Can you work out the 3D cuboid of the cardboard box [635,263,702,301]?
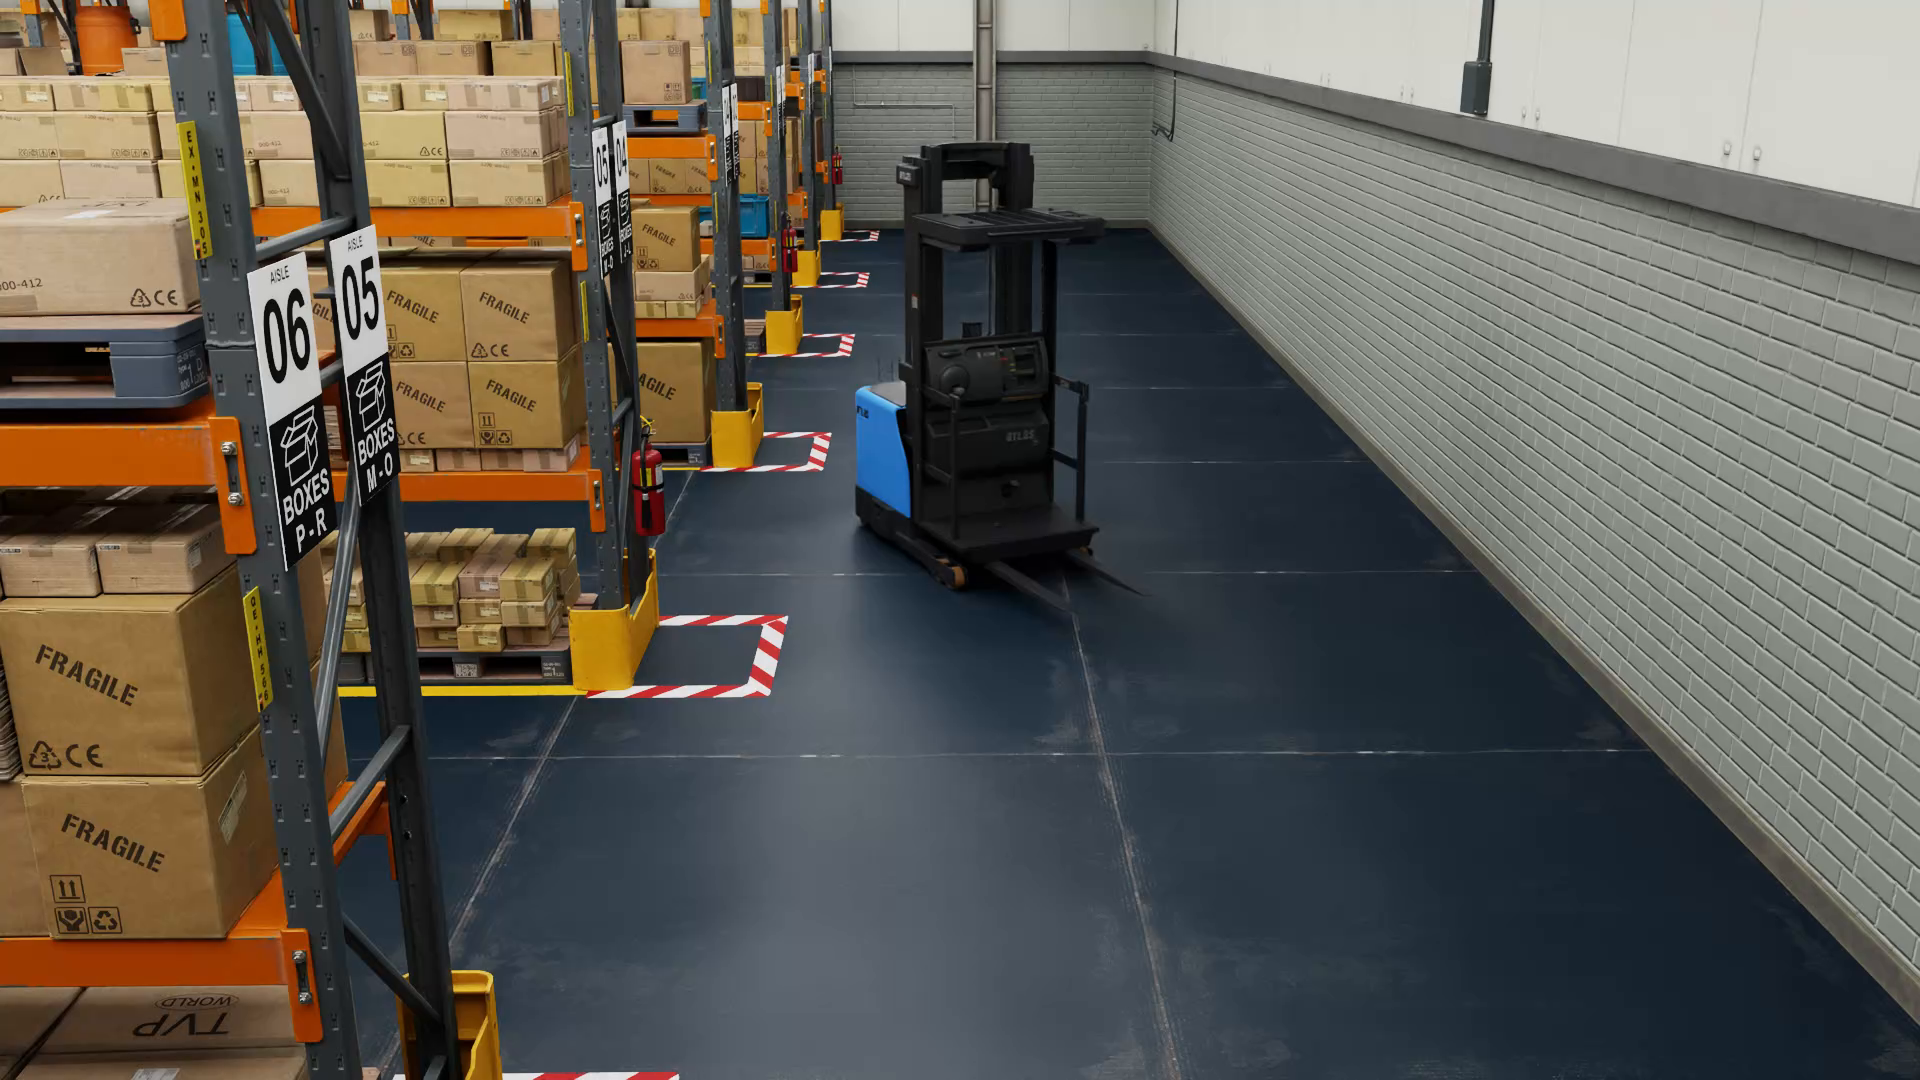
[{"bbox_3d":[-2.504,-2.223,14.325,0.500,0.250,0.500,-1,18,-2],"label":"cardboard box"}]

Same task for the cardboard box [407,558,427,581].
[{"bbox_3d":[-3.341,0.239,9.897,0.250,0.149,0.380,-1,18,-3],"label":"cardboard box"}]

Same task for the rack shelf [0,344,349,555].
[{"bbox_3d":[-3.867,-0.285,4.794,4.000,0.370,1.077,0,18,-1],"label":"rack shelf"}]

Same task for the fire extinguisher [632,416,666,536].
[{"bbox_3d":[-1.787,-0.367,9.517,0.183,0.674,0.296,0,18,-1],"label":"fire extinguisher"}]

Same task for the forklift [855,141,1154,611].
[{"bbox_3d":[0.290,-1.203,11.500,1.130,2.935,3.031,-9,20,-25],"label":"forklift"}]

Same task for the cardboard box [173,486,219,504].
[{"bbox_3d":[-2.227,-0.125,5.163,0.250,0.149,0.380,0,18,0],"label":"cardboard box"}]

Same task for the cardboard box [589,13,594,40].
[{"bbox_3d":[-5.188,-7.167,23.269,0.500,0.500,0.700,0,18,-1],"label":"cardboard box"}]

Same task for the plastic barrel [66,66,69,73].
[{"bbox_3d":[-10.416,-5.284,19.014,0.421,0.512,0.421,0,18,0],"label":"plastic barrel"}]

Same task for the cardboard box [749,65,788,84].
[{"bbox_3d":[-2.686,-6.535,23.345,0.500,0.250,0.500,0,18,-1],"label":"cardboard box"}]

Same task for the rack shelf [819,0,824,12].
[{"bbox_3d":[-4.258,-9.088,27.980,4.000,0.370,1.077,0,18,-1],"label":"rack shelf"}]

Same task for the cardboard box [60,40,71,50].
[{"bbox_3d":[-14.760,-8.124,27.855,0.500,0.500,0.500,0,18,1],"label":"cardboard box"}]

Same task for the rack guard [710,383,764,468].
[{"bbox_3d":[-2.000,-1.046,14.989,0.348,0.500,1.175,0,18,-1],"label":"rack guard"}]

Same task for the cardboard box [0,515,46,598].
[{"bbox_3d":[-2.733,0.057,4.598,0.250,0.149,0.380,0,18,-1],"label":"cardboard box"}]

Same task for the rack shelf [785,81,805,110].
[{"bbox_3d":[-4.176,-6.338,23.661,4.000,0.370,1.077,0,18,-1],"label":"rack shelf"}]

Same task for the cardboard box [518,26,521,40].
[{"bbox_3d":[-7.695,-8.447,28.176,0.500,0.500,0.700,-1,18,-2],"label":"cardboard box"}]

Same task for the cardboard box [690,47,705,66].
[{"bbox_3d":[-3.686,-6.772,23.265,0.500,0.250,0.500,0,18,-1],"label":"cardboard box"}]

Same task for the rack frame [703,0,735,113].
[{"bbox_3d":[-2.024,-5.093,13.691,0.127,3.000,1.000,0,18,-1],"label":"rack frame"}]

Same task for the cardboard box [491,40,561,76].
[{"bbox_3d":[-3.624,-3.957,14.048,0.500,0.500,0.700,-1,18,-5],"label":"cardboard box"}]

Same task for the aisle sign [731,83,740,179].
[{"bbox_3d":[-1.957,-3.566,14.497,0.004,0.787,0.394,0,18,-1],"label":"aisle sign"}]

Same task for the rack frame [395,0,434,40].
[{"bbox_3d":[-6.101,-6.586,18.346,0.127,3.000,1.000,0,18,-1],"label":"rack frame"}]

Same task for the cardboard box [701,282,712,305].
[{"bbox_3d":[-2.384,-2.215,14.954,0.250,0.149,0.380,0,18,0],"label":"cardboard box"}]

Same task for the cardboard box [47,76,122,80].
[{"bbox_3d":[-4.965,-2.555,9.465,0.250,0.149,0.380,0,18,1],"label":"cardboard box"}]

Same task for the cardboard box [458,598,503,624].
[{"bbox_3d":[-2.832,0.370,9.977,0.250,0.149,0.380,-1,18,-2],"label":"cardboard box"}]

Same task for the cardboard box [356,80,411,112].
[{"bbox_3d":[-3.141,-2.407,9.004,0.250,0.149,0.380,0,18,0],"label":"cardboard box"}]

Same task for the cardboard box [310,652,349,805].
[{"bbox_3d":[-2.352,0.658,5.423,0.500,0.500,0.500,0,18,-1],"label":"cardboard box"}]

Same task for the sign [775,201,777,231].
[{"bbox_3d":[-2.077,-3.658,18.774,0.005,0.325,0.100,0,18,-1],"label":"sign"}]

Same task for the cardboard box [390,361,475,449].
[{"bbox_3d":[-3.007,-0.828,9.568,0.500,0.500,0.500,-1,18,-2],"label":"cardboard box"}]

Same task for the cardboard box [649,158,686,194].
[{"bbox_3d":[-4.141,-5.217,23.737,0.500,0.500,0.500,-1,18,-2],"label":"cardboard box"}]

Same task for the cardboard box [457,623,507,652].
[{"bbox_3d":[-2.825,0.535,9.948,0.250,0.149,0.380,0,18,1],"label":"cardboard box"}]

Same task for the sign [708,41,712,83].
[{"bbox_3d":[-2.029,-3.882,13.509,0.005,0.325,0.100,0,18,-1],"label":"sign"}]

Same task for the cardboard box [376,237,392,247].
[{"bbox_3d":[-5.048,-2.568,14.174,0.500,0.500,0.500,0,18,-1],"label":"cardboard box"}]

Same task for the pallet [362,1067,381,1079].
[{"bbox_3d":[-2.666,2.146,5.511,1.213,0.211,1.003,0,18,-1],"label":"pallet"}]

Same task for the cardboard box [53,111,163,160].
[{"bbox_3d":[-4.560,-2.224,9.088,0.500,0.250,0.500,0,18,0],"label":"cardboard box"}]

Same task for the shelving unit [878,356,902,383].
[{"bbox_3d":[-0.492,-0.842,13.187,0.189,1.200,0.258,-10,18,-29],"label":"shelving unit"}]

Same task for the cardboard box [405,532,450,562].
[{"bbox_3d":[-3.350,0.079,10.396,0.250,0.149,0.380,-1,18,-4],"label":"cardboard box"}]

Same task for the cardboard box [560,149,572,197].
[{"bbox_3d":[-2.499,-2.153,9.685,0.500,0.250,0.500,0,18,1],"label":"cardboard box"}]

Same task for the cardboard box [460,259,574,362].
[{"bbox_3d":[-2.500,-1.308,9.426,0.500,0.500,0.500,-1,18,-2],"label":"cardboard box"}]

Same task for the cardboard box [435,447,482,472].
[{"bbox_3d":[-2.868,-0.518,9.662,0.250,0.149,0.380,0,18,-1],"label":"cardboard box"}]

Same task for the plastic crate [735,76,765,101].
[{"bbox_3d":[-2.491,-5.198,19.144,0.590,0.269,0.497,0,18,-1],"label":"plastic crate"}]

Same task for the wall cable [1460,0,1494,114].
[{"bbox_3d":[3.684,-5.599,10.003,0.120,5.999,2.277,0,18,-1],"label":"wall cable"}]

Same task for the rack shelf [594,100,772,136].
[{"bbox_3d":[-4.102,-4.825,18.944,4.000,0.370,1.077,0,18,-1],"label":"rack shelf"}]

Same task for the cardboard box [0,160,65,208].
[{"bbox_3d":[-5.078,-1.985,9.160,0.500,0.250,0.500,-1,18,-2],"label":"cardboard box"}]

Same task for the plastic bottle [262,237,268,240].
[{"bbox_3d":[-7.957,-3.552,18.901,0.133,0.283,0.061,0,18,-1],"label":"plastic bottle"}]

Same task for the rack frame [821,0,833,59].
[{"bbox_3d":[-2.258,-9.631,27.839,0.127,3.000,1.000,0,18,-1],"label":"rack frame"}]

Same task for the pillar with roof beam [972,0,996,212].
[{"bbox_3d":[0.496,-8.594,24.604,0.400,9.000,9.100,0,18,-1],"label":"pillar with roof beam"}]

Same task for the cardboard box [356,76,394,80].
[{"bbox_3d":[-3.401,-2.564,9.494,0.250,0.149,0.380,0,18,1],"label":"cardboard box"}]

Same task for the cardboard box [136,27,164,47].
[{"bbox_3d":[-13.709,-8.371,27.969,0.500,0.500,0.500,2,18,7],"label":"cardboard box"}]
